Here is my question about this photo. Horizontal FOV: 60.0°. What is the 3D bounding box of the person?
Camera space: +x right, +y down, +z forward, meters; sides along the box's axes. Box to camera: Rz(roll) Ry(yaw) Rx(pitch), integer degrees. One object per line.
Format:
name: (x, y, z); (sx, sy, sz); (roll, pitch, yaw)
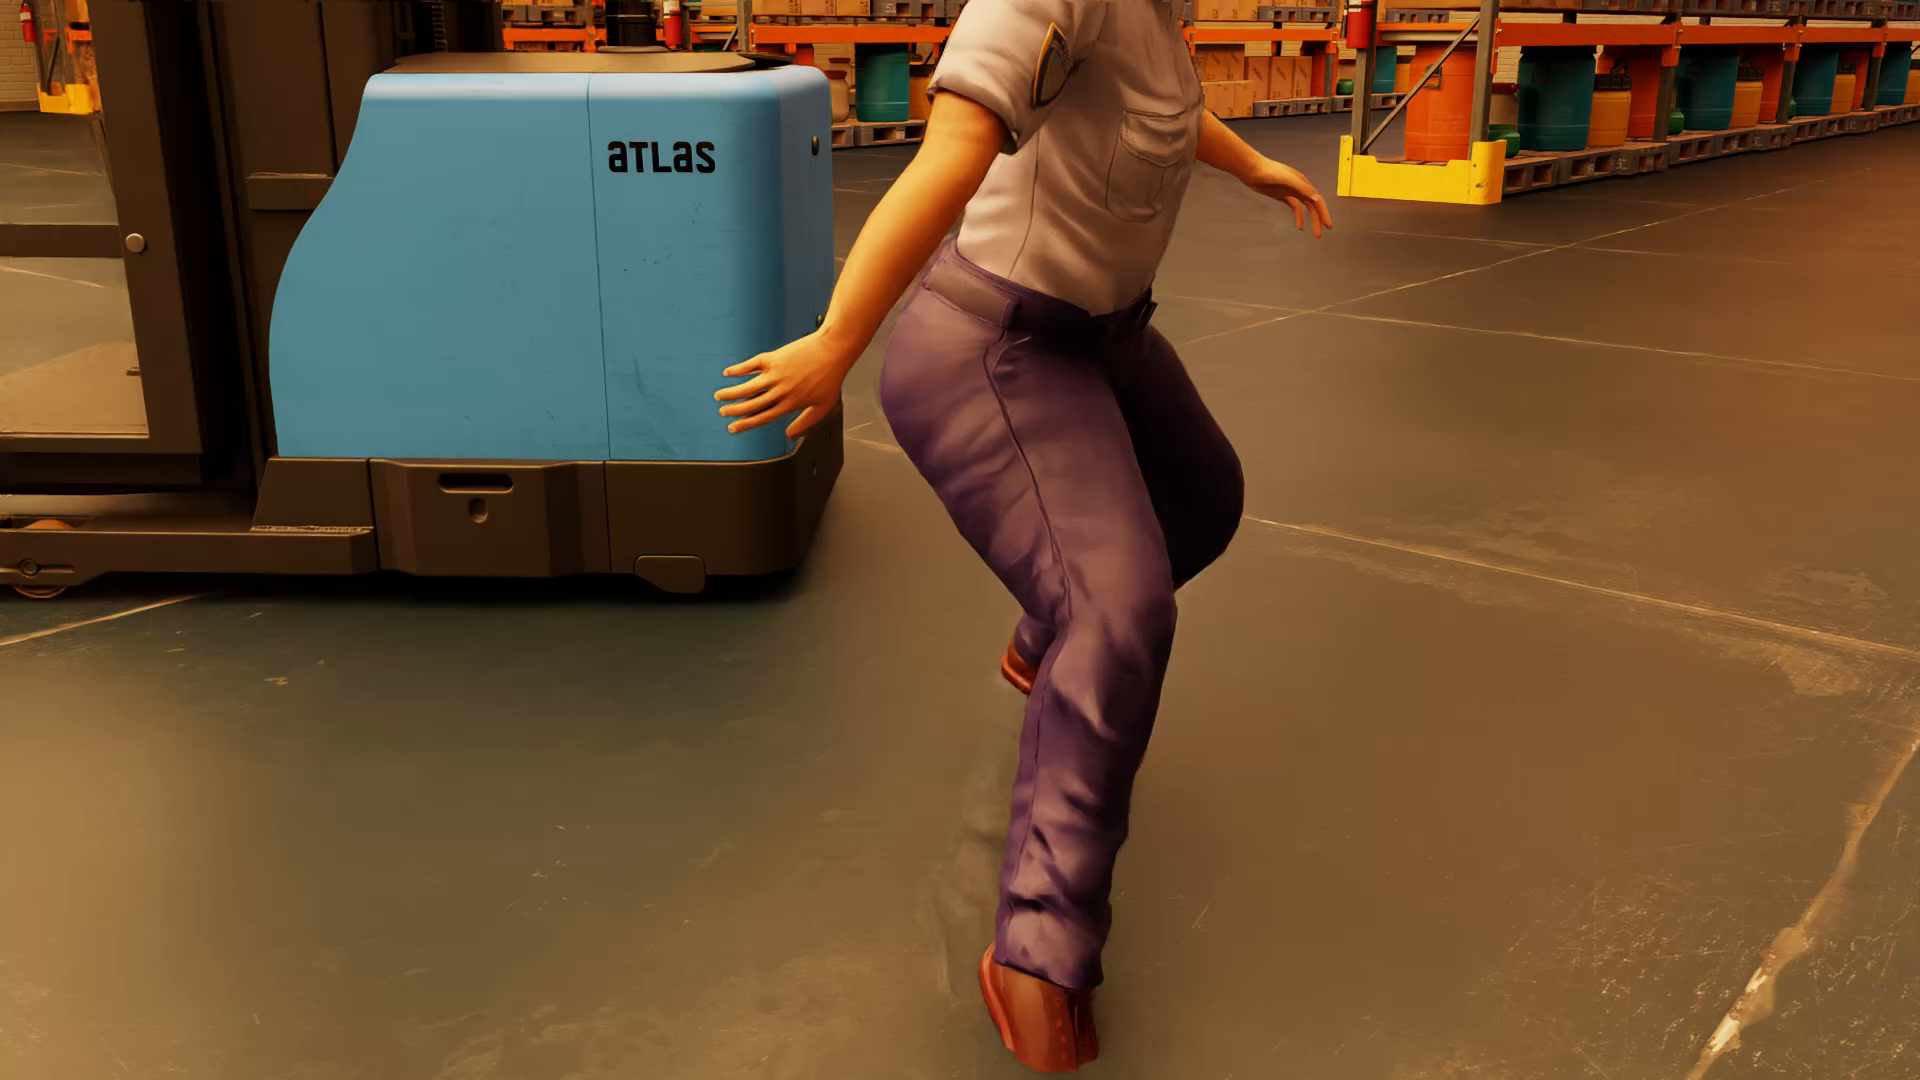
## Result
person: (0.144, -0.183, 2.198); (0.528, 1.608, 1.036); (6, 18, 19)

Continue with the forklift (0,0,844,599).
forklift: (-1.837, -1.430, 3.606); (3.031, 2.935, 1.130); (1, 17, 2)
